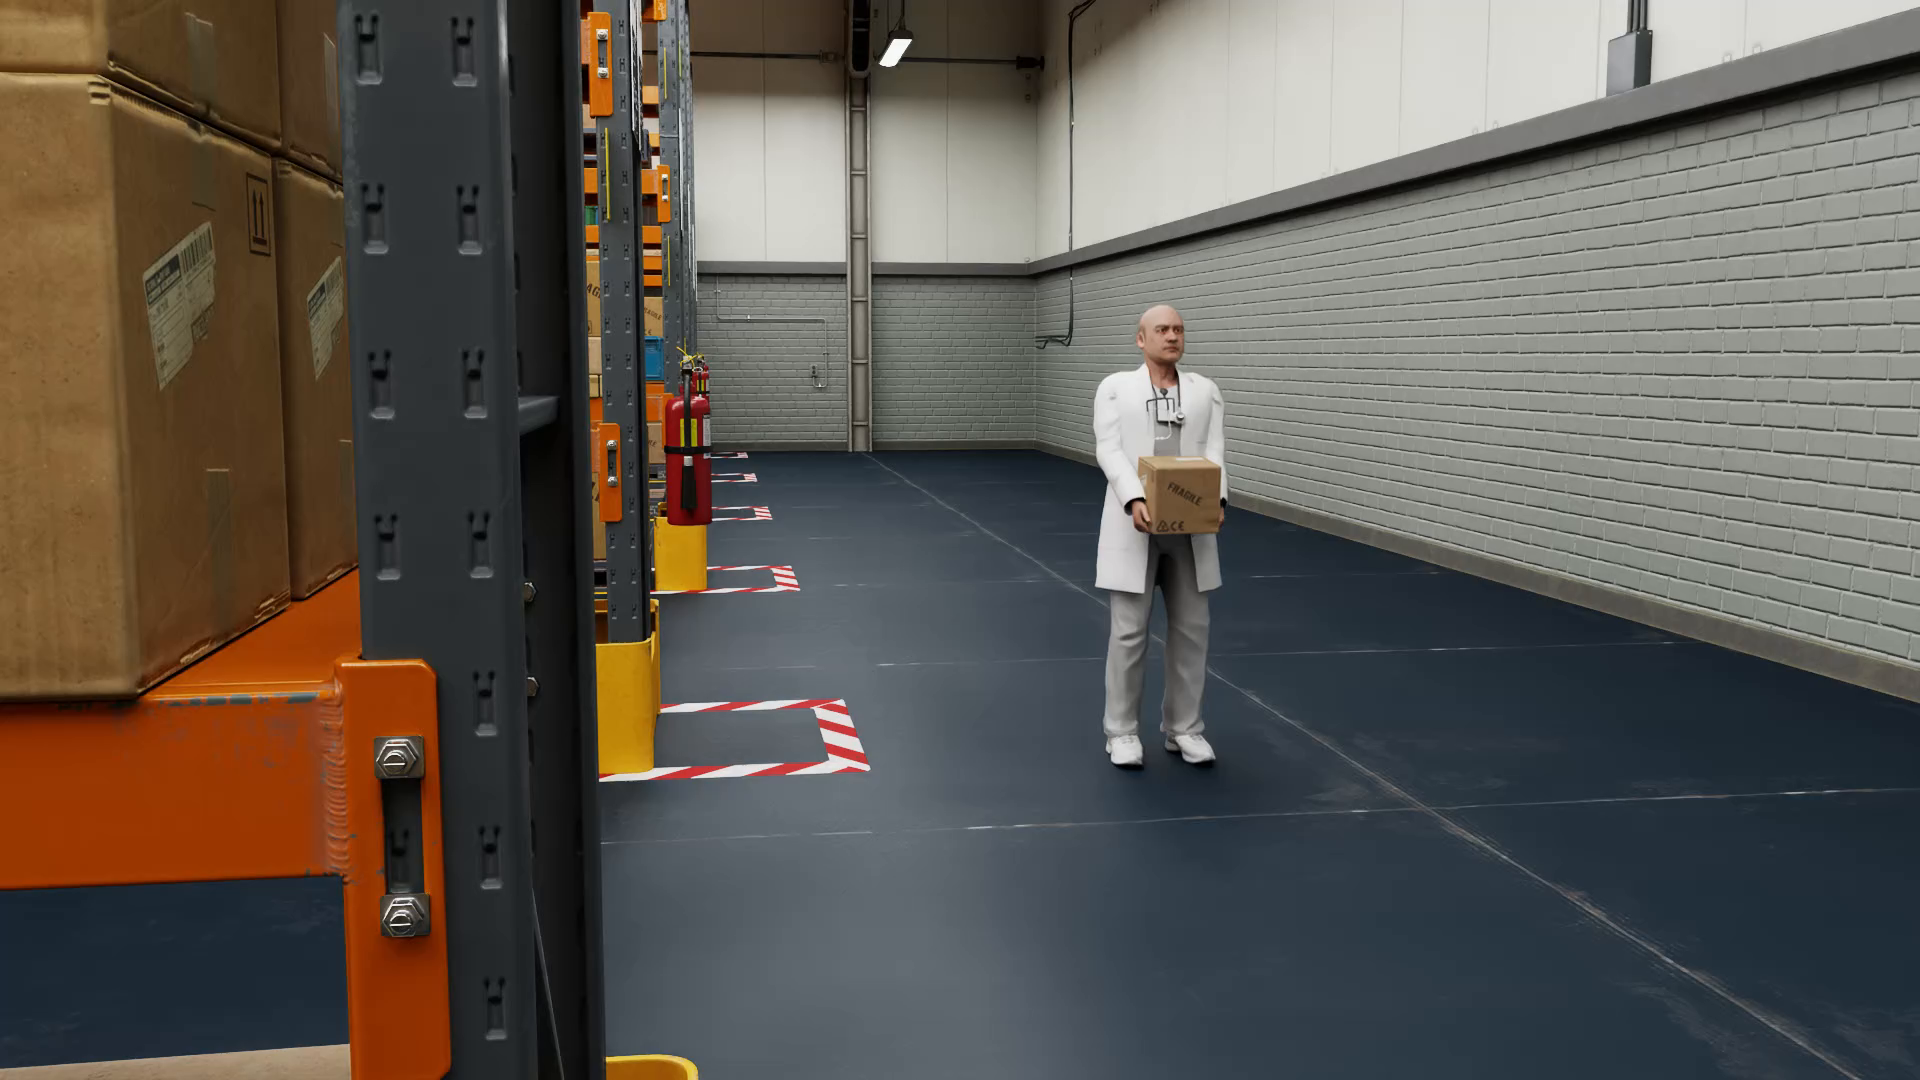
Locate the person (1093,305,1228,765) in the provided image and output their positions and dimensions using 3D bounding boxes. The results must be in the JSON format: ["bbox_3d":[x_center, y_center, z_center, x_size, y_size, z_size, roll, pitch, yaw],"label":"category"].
[{"bbox_3d":[0.795,-0.014,6.407,0.531,1.773,0.554,-1,6,-9],"label":"person"}]
